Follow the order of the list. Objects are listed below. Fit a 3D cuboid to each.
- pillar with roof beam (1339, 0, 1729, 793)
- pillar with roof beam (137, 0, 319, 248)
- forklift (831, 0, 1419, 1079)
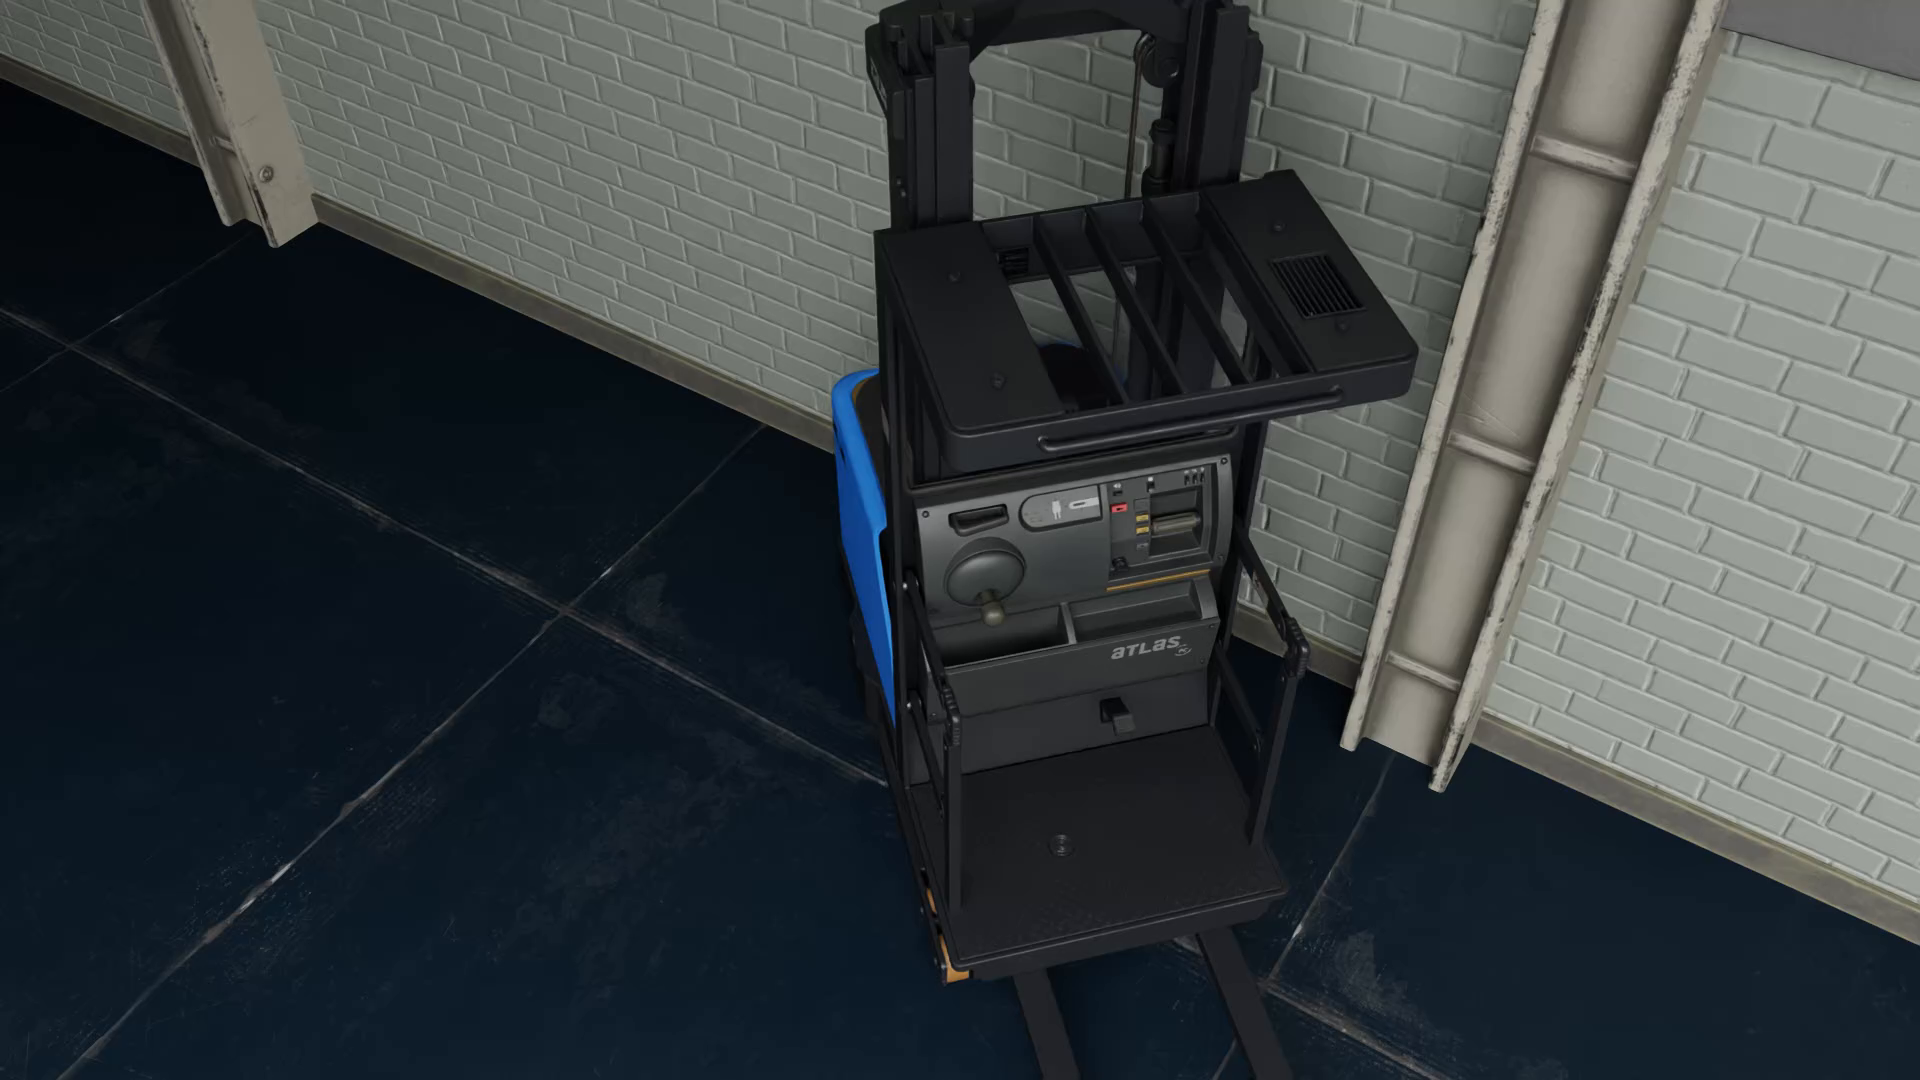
[{"bbox_3d":[-0.703,0.190,0.290,0.400,9.000,9.100,25,51,22],"label":"pillar with roof beam"},{"bbox_3d":[-5.754,-2.133,2.548,0.400,9.000,9.100,25,51,22],"label":"pillar with roof beam"},{"bbox_3d":[0.391,0.088,4.621,1.130,2.935,3.031,-10,47,-10],"label":"forklift"}]
